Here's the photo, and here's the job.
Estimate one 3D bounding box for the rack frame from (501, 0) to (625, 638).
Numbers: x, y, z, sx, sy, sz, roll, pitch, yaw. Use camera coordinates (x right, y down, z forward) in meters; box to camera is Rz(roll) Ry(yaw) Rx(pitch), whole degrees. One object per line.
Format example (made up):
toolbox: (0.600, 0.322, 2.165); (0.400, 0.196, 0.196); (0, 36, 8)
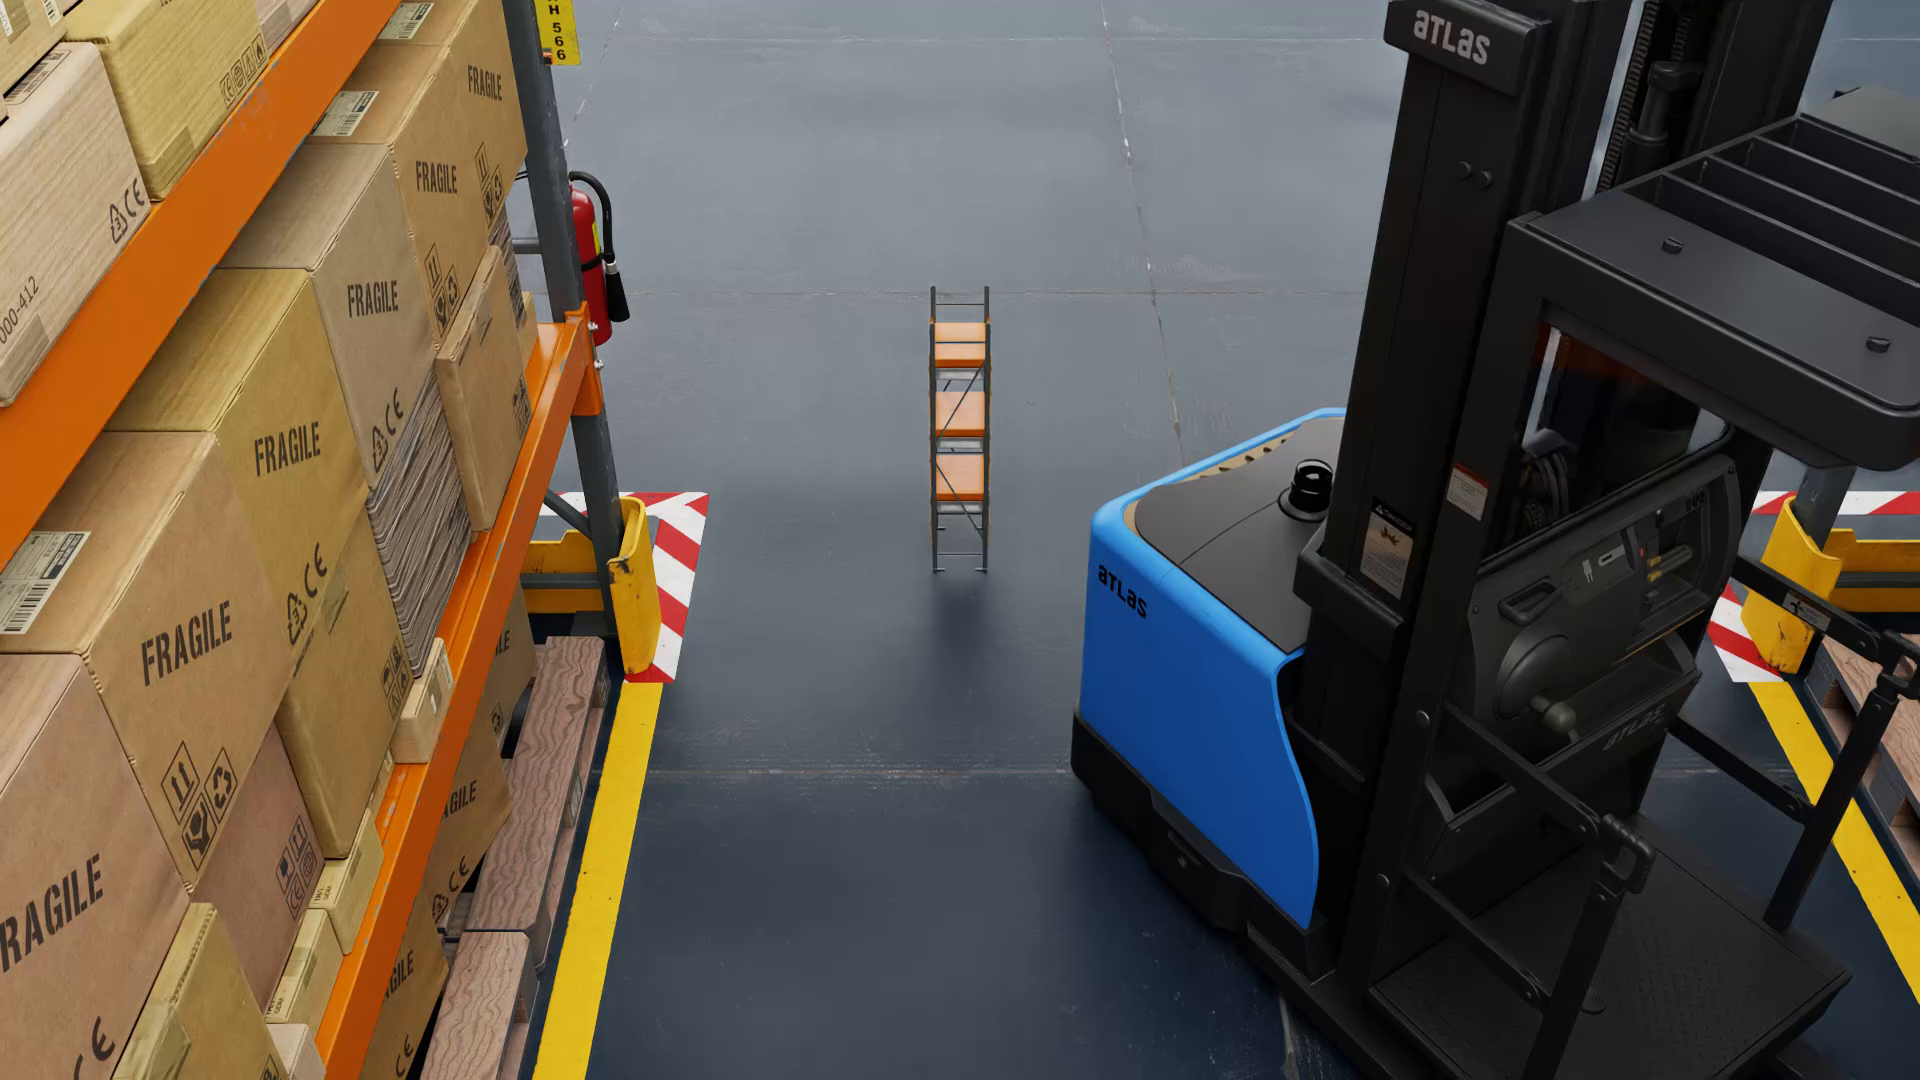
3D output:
rack frame: (-1.643, -0.867, 4.933); (1.000, 3.000, 0.127); (0, 39, 0)

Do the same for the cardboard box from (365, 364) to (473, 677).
cardboard box: (-1.592, -0.052, 3.599); (0.875, 0.500, 0.500); (0, 39, 0)

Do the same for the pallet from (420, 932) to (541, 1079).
pallet: (-1.679, 1.538, 4.162); (1.003, 0.211, 1.213); (0, 39, 0)

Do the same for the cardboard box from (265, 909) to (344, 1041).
cardboard box: (-1.364, 0.816, 3.033); (0.380, 0.149, 0.250); (0, 39, 0)

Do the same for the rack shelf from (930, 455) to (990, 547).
rack shelf: (0.000, -0.151, 6.060); (0.215, 0.259, 0.240); (0, 39, 0)

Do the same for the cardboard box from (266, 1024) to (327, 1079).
cardboard box: (-1.322, 0.973, 2.838); (0.380, 0.149, 0.250); (0, 39, 0)

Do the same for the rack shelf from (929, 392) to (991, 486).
rack shelf: (0.000, -0.368, 5.887); (0.215, 0.259, 0.240); (0, 39, 0)

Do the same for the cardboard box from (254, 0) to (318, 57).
cardboard box: (-1.393, -1.045, 2.876); (0.500, 0.250, 0.500); (1, 39, 1)

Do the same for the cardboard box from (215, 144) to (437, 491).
cardboard box: (-1.391, -0.443, 3.287); (0.500, 0.500, 0.500); (0, 39, 0)

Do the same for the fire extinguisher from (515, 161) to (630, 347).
fire extinguisher: (-1.182, -0.908, 5.047); (0.296, 0.674, 0.183); (0, 39, 0)

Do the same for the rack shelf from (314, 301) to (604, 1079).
rack shelf: (-1.641, 0.665, 3.597); (1.077, 0.370, 4.000); (0, 39, 0)

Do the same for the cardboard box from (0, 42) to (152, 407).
cardboard box: (-1.378, -0.400, 2.072); (0.500, 0.250, 0.500); (-1, 39, -2)

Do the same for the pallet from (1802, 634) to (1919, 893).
pallet: (3.353, 0.773, 5.116); (1.003, 0.211, 1.213); (0, 39, 0)

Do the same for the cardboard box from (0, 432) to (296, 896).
cardboard box: (-1.387, 0.183, 2.506); (0.500, 0.500, 0.500); (0, 39, 0)

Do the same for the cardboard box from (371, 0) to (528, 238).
cardboard box: (-1.395, -1.068, 4.067); (0.500, 0.500, 0.500); (0, 39, 0)

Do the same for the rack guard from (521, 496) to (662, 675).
rack guard: (-1.643, 0.156, 5.655); (1.175, 0.500, 0.348); (0, 39, 0)

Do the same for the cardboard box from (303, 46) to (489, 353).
cardboard box: (-1.389, -0.755, 3.677); (0.500, 0.500, 0.500); (0, 39, 0)

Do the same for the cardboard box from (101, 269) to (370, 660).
cardboard box: (-1.399, -0.130, 2.896); (0.500, 0.500, 0.500); (0, 39, 0)

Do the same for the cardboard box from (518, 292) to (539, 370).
cardboard box: (-1.436, -0.591, 4.789); (0.380, 0.149, 0.250); (0, 39, 0)

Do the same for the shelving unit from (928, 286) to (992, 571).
shelving unit: (0.000, -0.376, 5.880); (0.215, 1.050, 0.252); (0, 39, 0)

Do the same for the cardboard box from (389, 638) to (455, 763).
cardboard box: (-1.329, 0.347, 3.619); (0.380, 0.149, 0.250); (0, 39, 0)

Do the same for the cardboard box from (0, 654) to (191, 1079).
cardboard box: (-1.387, 0.495, 2.116); (0.500, 0.500, 0.500); (0, 39, 0)

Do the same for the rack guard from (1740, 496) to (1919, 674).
rack guard: (3.357, 0.153, 5.660); (1.175, 0.500, 0.348); (0, 39, 0)

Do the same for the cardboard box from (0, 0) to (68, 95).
cardboard box: (-1.370, -0.652, 2.067); (0.380, 0.149, 0.250); (-1, 39, -1)

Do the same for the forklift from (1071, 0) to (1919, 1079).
forklift: (1.600, 0.195, 3.663); (1.130, 2.935, 3.031); (-23, 44, -26)

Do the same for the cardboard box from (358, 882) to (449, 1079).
cardboard box: (-1.642, 1.101, 4.141); (0.500, 0.500, 0.500); (3, 39, 4)

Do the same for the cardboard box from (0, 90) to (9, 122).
cardboard box: (-1.335, -0.492, 1.868); (0.380, 0.149, 0.250); (-1, 39, -1)

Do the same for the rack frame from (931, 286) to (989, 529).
rack frame: (0.000, -0.453, 5.975); (0.200, 1.050, 0.008); (0, 39, 0)

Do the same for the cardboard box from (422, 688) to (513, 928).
cardboard box: (-1.624, 0.709, 4.629); (0.500, 0.500, 0.500); (10, 40, 12)

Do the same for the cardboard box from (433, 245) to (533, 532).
cardboard box: (-1.549, -0.365, 3.989); (0.875, 0.500, 0.500); (0, 39, 0)

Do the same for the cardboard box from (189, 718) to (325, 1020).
cardboard box: (-1.644, 0.573, 2.819); (0.875, 0.500, 0.500); (0, 39, 0)

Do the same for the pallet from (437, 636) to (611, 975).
pallet: (-1.677, 0.777, 5.112); (1.003, 0.211, 1.213); (0, 39, 0)

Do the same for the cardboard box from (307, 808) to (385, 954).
cardboard box: (-1.353, 0.660, 3.229); (0.380, 0.149, 0.250); (0, 39, 0)

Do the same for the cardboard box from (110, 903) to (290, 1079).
cardboard box: (-1.542, 0.886, 2.429); (0.875, 0.500, 0.500); (0, 39, 0)

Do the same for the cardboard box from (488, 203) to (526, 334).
cardboard box: (-1.670, -0.678, 4.379); (0.875, 0.500, 0.500); (0, 39, 0)

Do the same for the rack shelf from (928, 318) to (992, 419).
rack shelf: (0.000, -0.589, 5.709); (0.215, 0.259, 0.240); (0, 39, 0)

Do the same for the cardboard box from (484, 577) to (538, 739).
cardboard box: (-1.659, 0.335, 5.096); (0.500, 0.500, 0.500); (7, 39, 8)

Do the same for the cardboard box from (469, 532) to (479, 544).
cardboard box: (-1.400, -0.122, 4.204); (0.380, 0.149, 0.250); (0, 39, 0)

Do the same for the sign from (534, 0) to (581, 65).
sign: (-1.088, -1.430, 4.457); (0.100, 0.325, 0.005); (0, 39, 0)

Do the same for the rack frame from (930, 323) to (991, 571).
rack frame: (0.000, -0.300, 5.785); (0.200, 1.050, 0.008); (0, 39, 0)

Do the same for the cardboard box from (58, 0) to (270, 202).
cardboard box: (-1.387, -0.730, 2.484); (0.500, 0.250, 0.500); (-1, 39, -1)

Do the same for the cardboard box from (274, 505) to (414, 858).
cardboard box: (-1.603, 0.260, 3.209); (0.875, 0.500, 0.500); (0, 39, 0)

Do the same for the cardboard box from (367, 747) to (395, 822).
cardboard box: (-1.399, 0.504, 3.424); (0.380, 0.149, 0.250); (0, 39, 0)

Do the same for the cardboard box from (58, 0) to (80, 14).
cardboard box: (-1.404, -0.813, 2.268); (0.380, 0.149, 0.250); (1, 39, 1)

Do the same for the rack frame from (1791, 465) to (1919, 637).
rack frame: (3.310, -0.870, 4.937); (1.000, 3.000, 0.127); (0, 39, 0)
